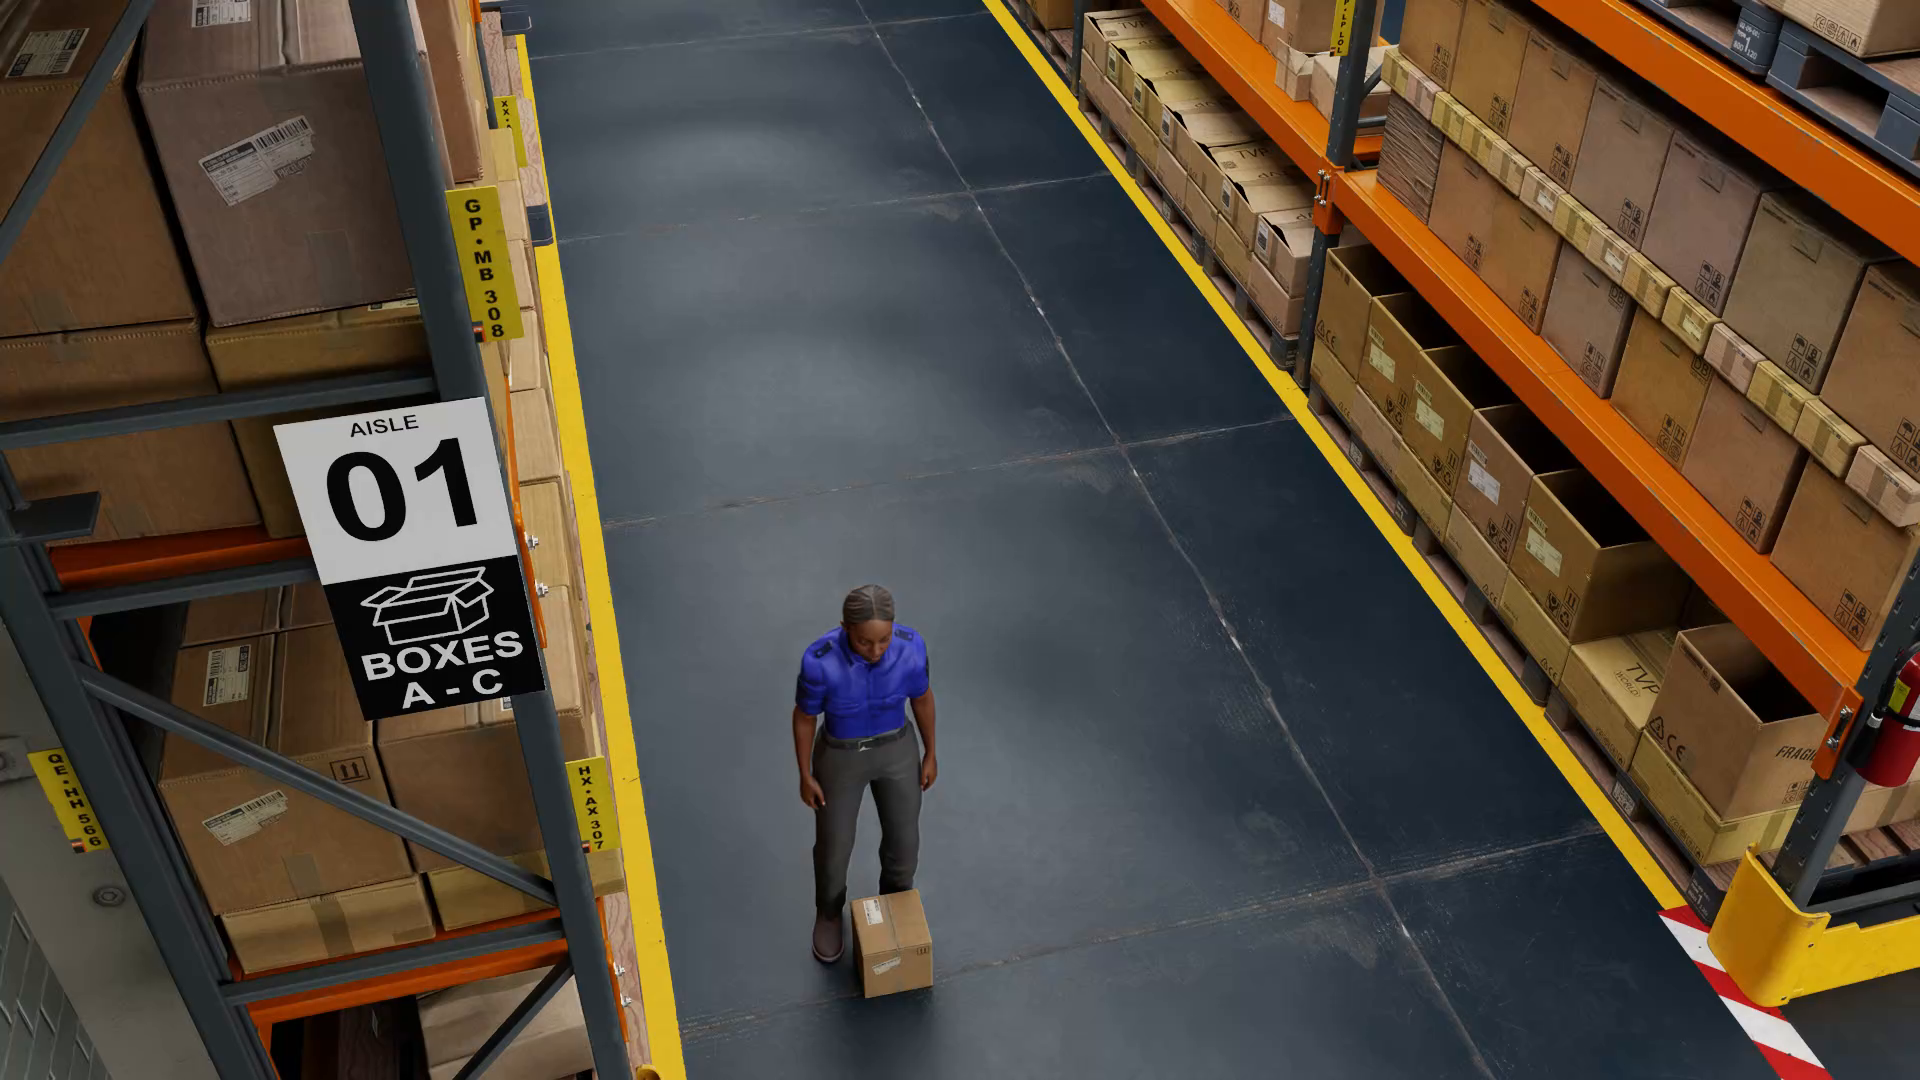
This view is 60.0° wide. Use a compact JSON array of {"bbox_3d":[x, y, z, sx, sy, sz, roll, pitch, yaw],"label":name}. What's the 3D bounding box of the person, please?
[{"bbox_3d":[-0.318,0.789,5.733,0.505,1.640,0.392,-9,39,-11],"label":"person"}]
